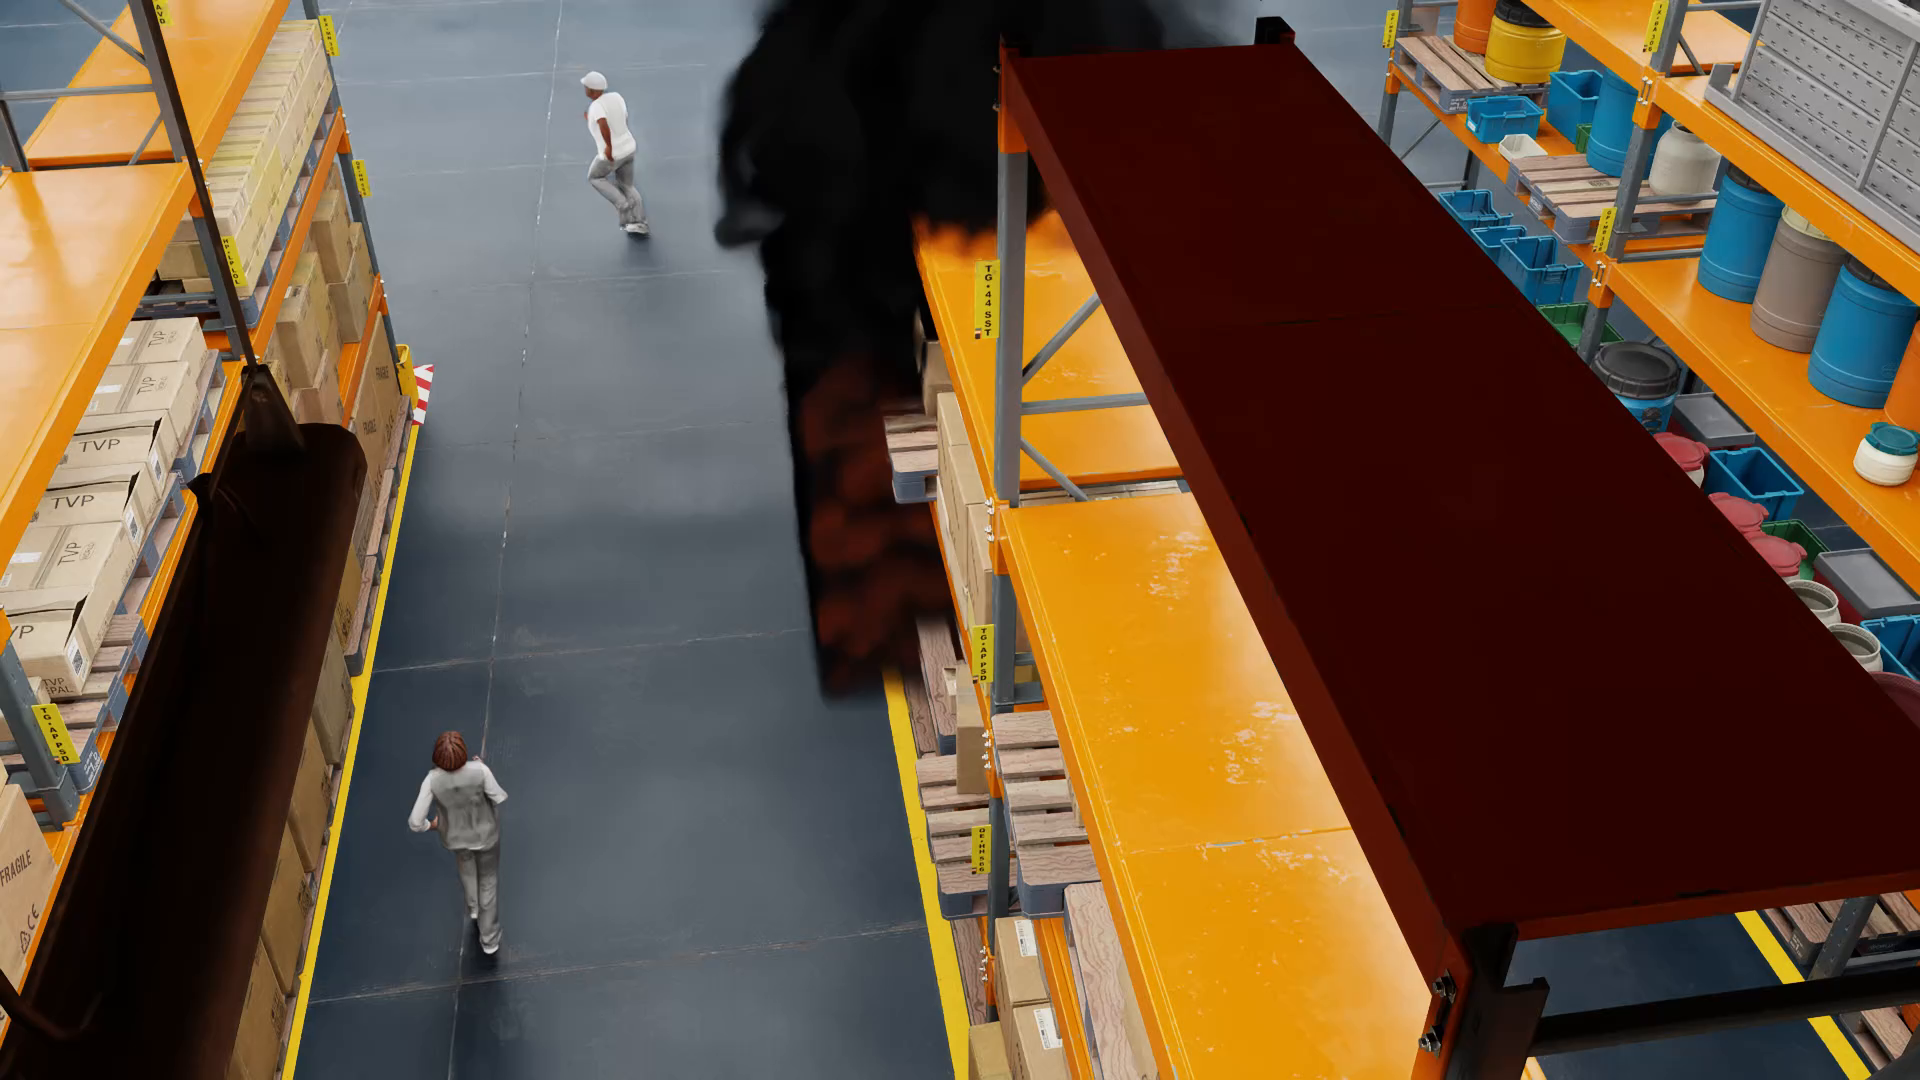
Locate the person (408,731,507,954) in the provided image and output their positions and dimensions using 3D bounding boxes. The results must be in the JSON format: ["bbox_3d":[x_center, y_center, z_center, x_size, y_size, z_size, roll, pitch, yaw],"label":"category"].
[{"bbox_3d":[-2.884,1.722,9.771,0.517,1.601,0.639,-5,37,-6],"label":"person"}]

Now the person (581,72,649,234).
[{"bbox_3d":[-3.678,-4.081,17.548,0.796,1.691,0.673,20,41,25],"label":"person"}]
